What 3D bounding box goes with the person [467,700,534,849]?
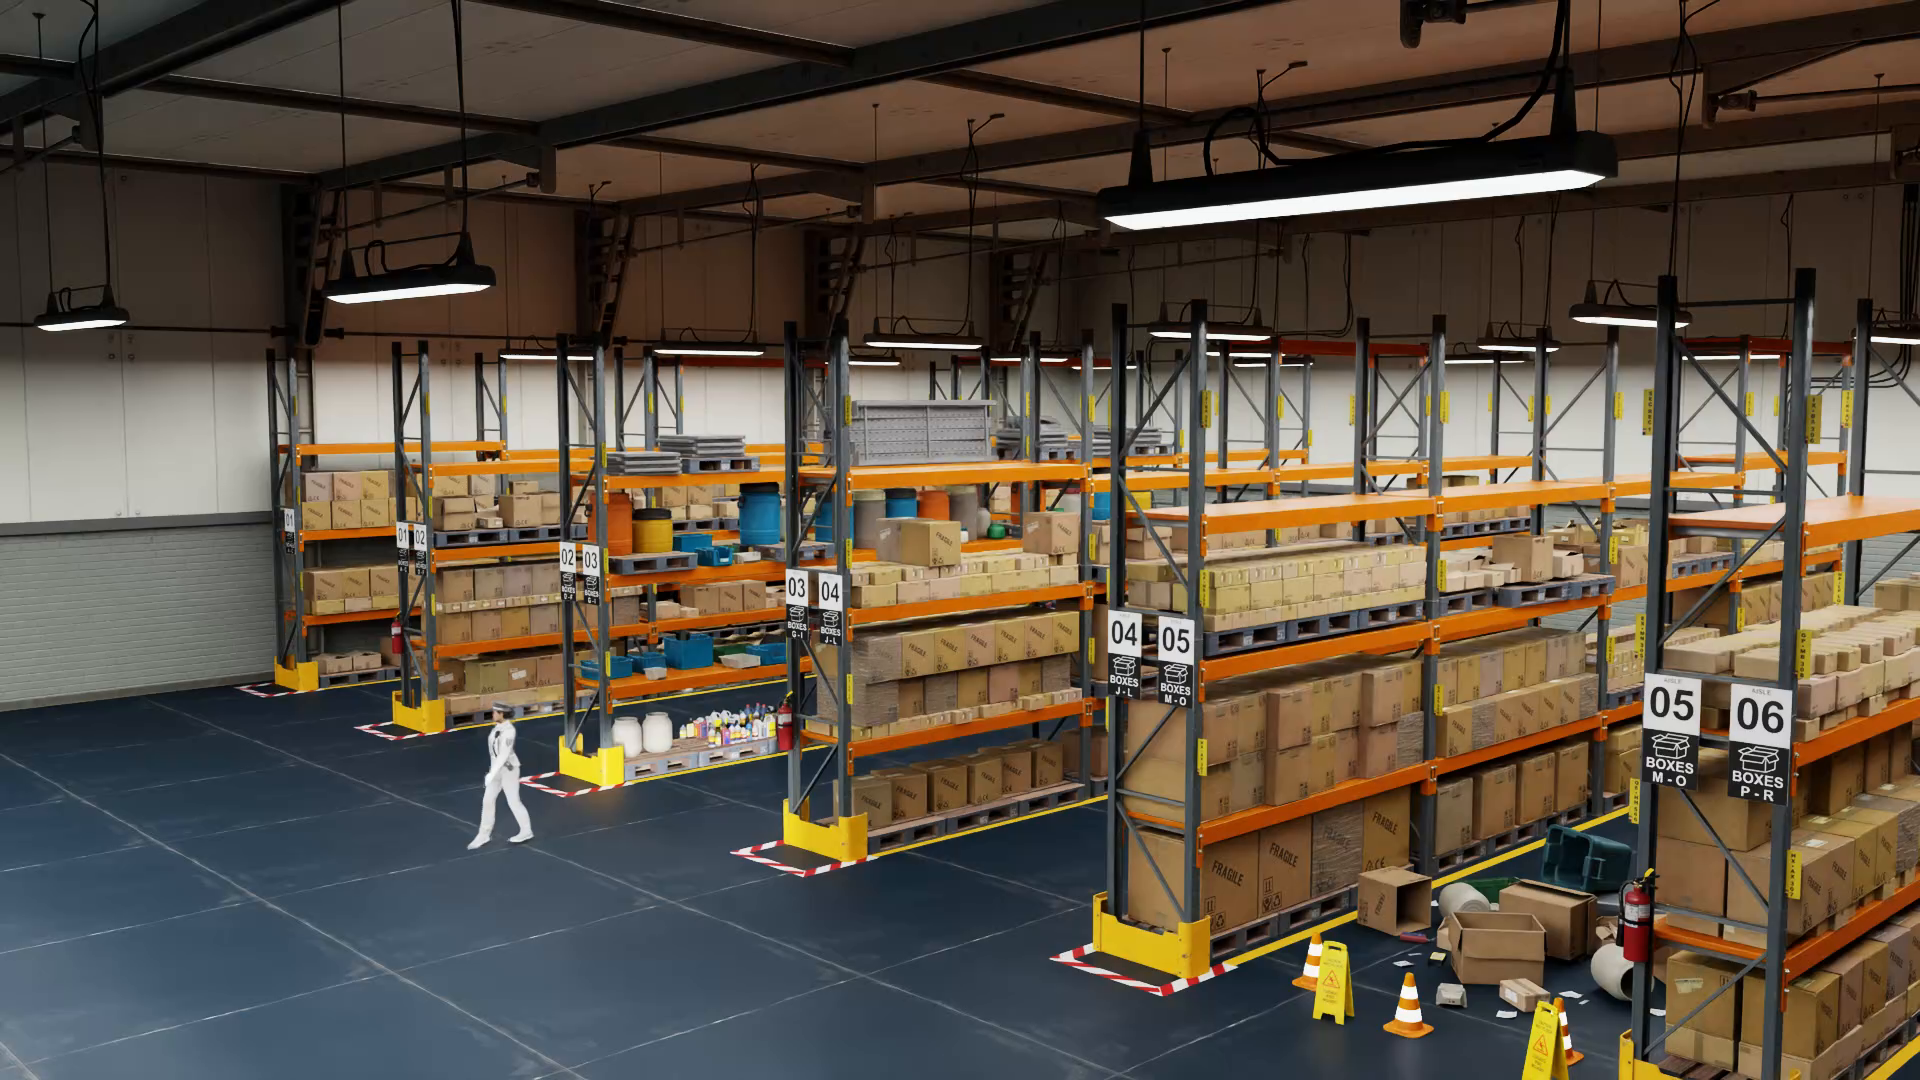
[{"bbox_3d":[-5.316,2.692,19.134,0.735,1.700,0.502,-3,6,-35],"label":"person"}]
